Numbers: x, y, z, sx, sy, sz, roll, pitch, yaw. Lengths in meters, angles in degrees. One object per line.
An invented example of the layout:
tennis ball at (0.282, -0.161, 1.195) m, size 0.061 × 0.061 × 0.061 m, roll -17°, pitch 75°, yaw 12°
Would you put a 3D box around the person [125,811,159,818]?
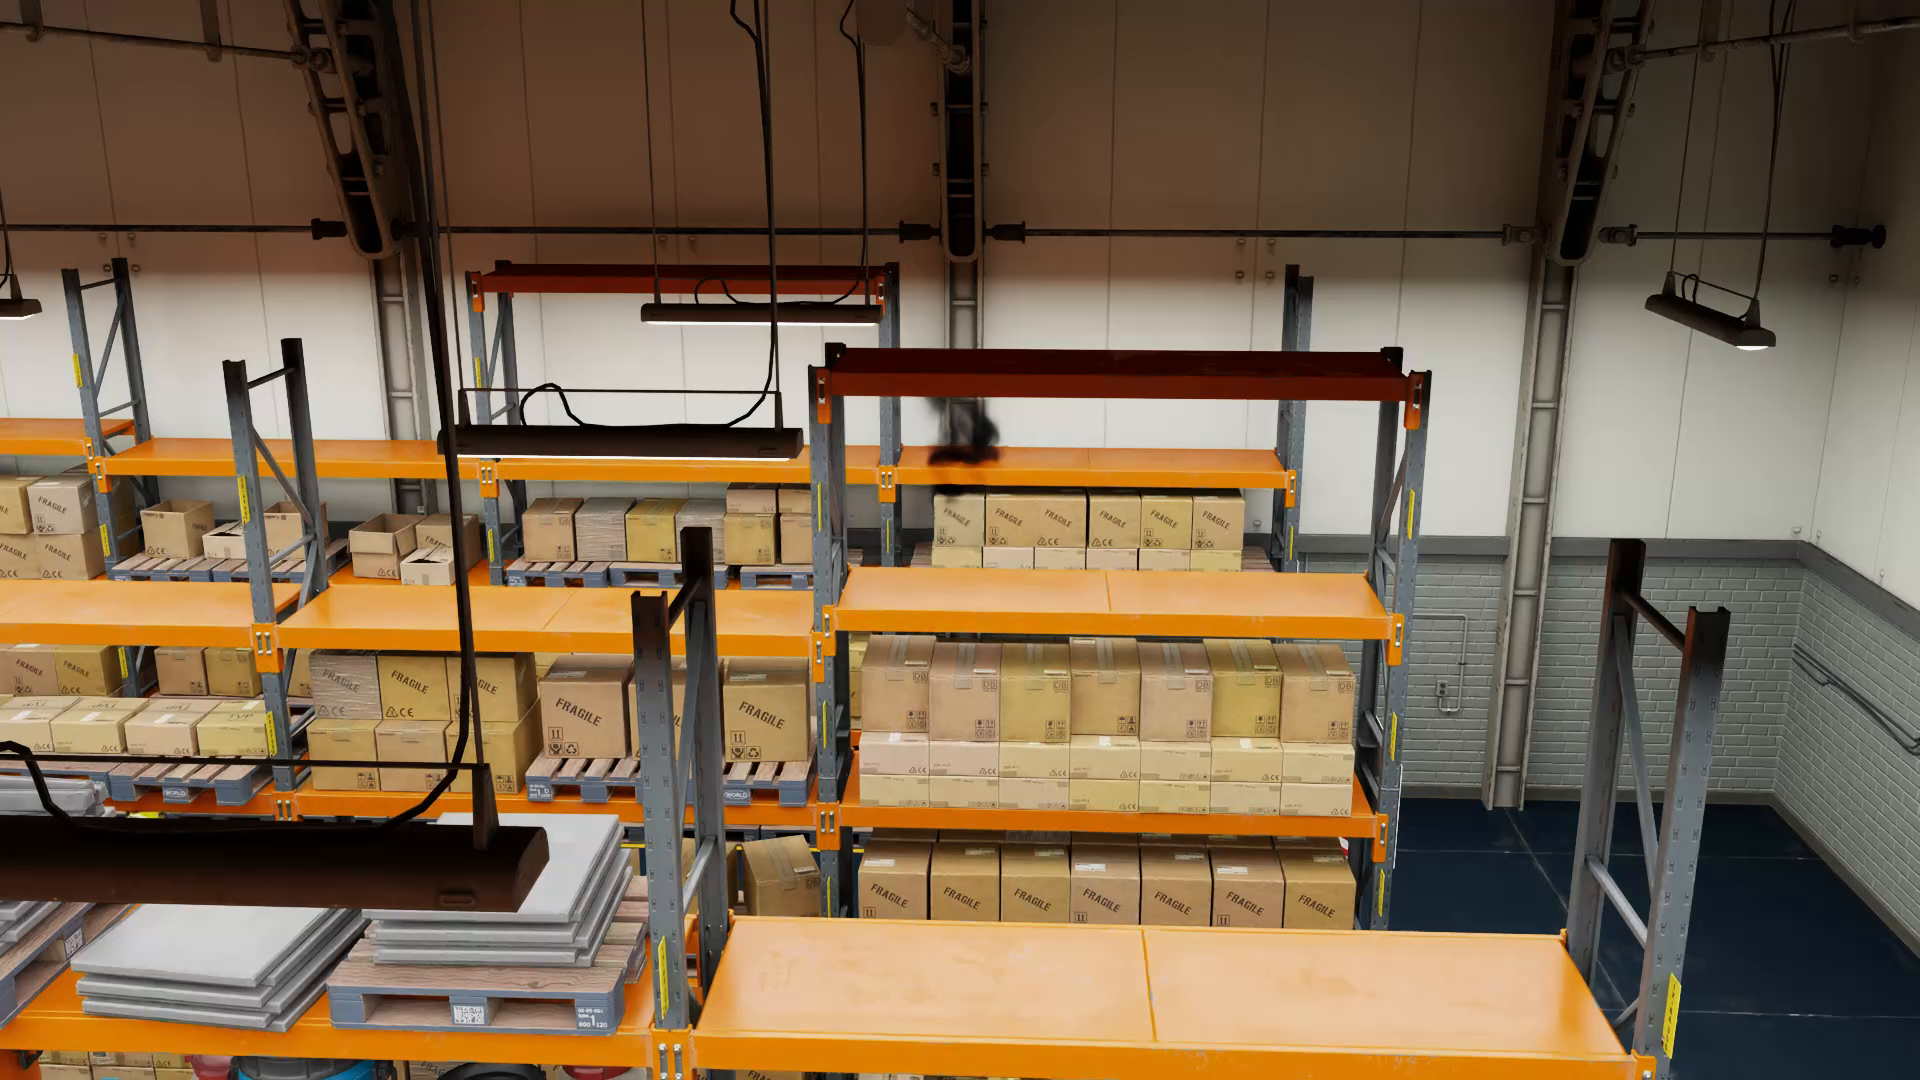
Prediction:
person at (-7.531, 3.004, 15.170) m, size 0.565 × 1.728 × 0.713 m, roll -2°, pitch 16°, yaw -6°
